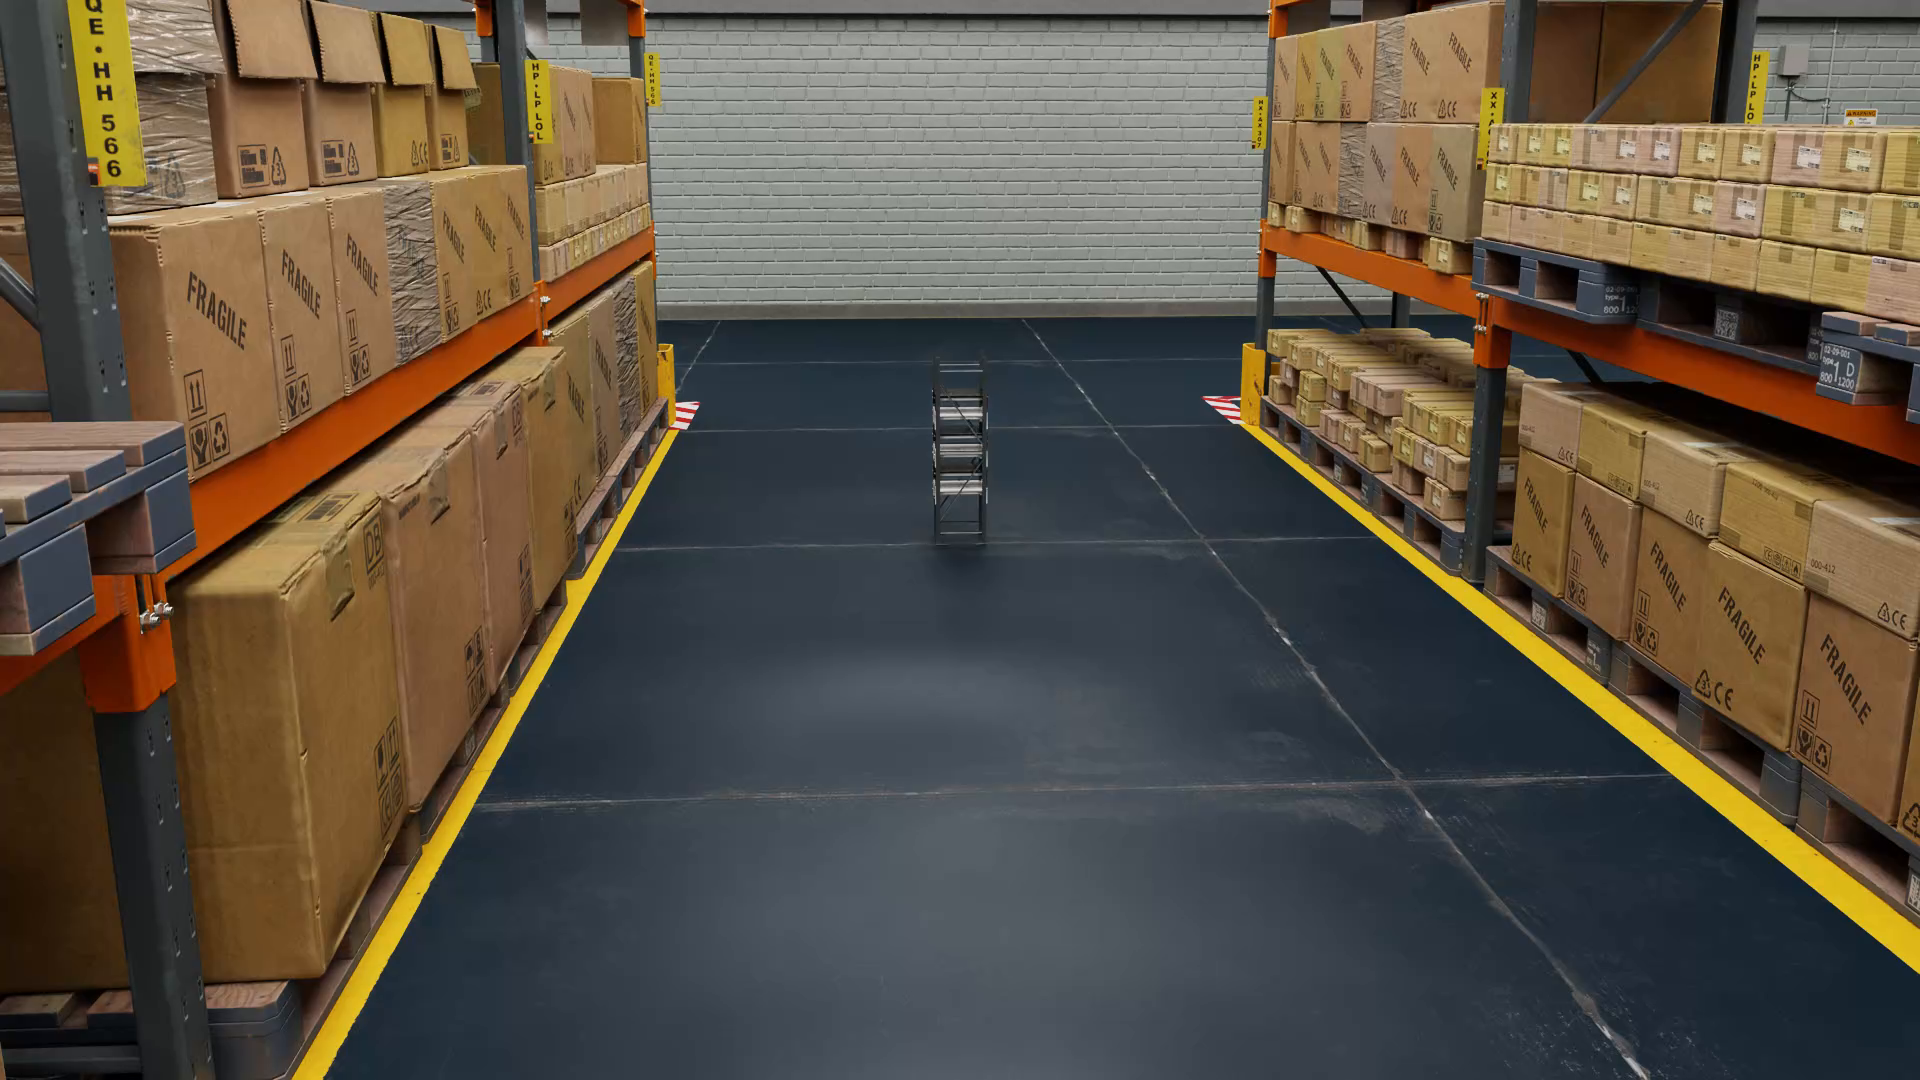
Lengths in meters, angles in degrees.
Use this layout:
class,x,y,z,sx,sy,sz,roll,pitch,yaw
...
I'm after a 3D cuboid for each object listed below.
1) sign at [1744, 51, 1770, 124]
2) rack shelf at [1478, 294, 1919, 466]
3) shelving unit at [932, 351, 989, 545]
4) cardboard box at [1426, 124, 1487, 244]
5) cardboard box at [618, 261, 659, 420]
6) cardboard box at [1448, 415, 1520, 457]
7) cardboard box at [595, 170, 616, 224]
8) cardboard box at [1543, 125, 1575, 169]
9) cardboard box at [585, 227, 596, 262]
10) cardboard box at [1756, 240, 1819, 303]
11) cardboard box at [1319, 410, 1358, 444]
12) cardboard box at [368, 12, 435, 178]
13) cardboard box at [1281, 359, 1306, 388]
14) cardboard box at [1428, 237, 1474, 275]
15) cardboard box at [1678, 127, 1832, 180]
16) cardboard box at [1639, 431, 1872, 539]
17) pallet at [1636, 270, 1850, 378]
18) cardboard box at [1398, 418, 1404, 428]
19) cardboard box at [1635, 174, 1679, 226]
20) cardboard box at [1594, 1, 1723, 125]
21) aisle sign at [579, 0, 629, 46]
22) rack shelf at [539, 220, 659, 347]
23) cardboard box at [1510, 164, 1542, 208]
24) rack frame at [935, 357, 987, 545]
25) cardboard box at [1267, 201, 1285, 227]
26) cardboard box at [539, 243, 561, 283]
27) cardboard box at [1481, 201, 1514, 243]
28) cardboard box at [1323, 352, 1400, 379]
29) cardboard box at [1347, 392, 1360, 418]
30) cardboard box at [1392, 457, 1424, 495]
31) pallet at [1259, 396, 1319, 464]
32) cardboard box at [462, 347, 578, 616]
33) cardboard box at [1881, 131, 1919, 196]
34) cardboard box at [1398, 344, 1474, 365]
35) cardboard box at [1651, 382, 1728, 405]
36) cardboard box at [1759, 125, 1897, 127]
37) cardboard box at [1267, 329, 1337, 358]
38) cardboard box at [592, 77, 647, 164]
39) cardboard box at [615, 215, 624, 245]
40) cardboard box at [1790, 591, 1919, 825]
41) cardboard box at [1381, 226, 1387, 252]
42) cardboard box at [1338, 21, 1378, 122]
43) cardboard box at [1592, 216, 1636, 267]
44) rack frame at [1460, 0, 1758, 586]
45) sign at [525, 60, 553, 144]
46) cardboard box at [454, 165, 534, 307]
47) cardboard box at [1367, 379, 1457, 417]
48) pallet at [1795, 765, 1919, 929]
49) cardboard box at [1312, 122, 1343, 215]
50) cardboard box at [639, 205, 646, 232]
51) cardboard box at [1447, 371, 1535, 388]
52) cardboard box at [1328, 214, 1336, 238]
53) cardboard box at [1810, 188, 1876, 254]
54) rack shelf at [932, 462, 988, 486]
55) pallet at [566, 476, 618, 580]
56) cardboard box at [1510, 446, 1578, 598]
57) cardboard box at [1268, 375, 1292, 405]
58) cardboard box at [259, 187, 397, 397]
class,x,y,z,sx,sy,sz,roll,pitch,yaw
sign,3.275,-1.848,6.864,0.100,0.325,0.005,-1,14,-3
rack shelf,2.845,-0.432,5.128,1.077,0.370,4.000,-1,14,-3
shelving unit,0.000,-0.438,7.922,0.258,0.900,0.210,-1,14,-3
cardboard box,2.409,-1.586,7.373,0.500,0.500,0.500,-1,14,-3
cardboard box,-2.364,-1.237,10.237,0.875,0.875,0.875,-1,14,-3
cardboard box,2.439,-0.473,7.529,0.380,0.149,0.250,0,14,-2
cardboard box,-2.089,-1.794,8.682,0.500,0.250,0.500,-1,14,-3
cardboard box,2.323,-1.409,5.951,0.380,0.149,0.250,-1,14,-3
cardboard box,-1.989,-1.443,8.119,0.380,0.149,0.250,-1,14,-4
cardboard box,2.420,-0.735,4.523,0.380,0.149,0.250,-2,15,-6
cardboard box,2.253,-0.644,9.387,0.380,0.149,0.250,-2,15,-6
cardboard box,-2.157,-1.431,5.353,0.797,0.503,0.637,-1,14,-3
cardboard box,2.210,-1.036,10.314,0.380,0.149,0.250,-1,14,-4
cardboard box,2.345,-1.286,7.507,0.380,0.149,0.250,-1,14,-5
cardboard box,2.388,-1.154,4.958,0.380,0.149,0.250,0,14,-2
cardboard box,2.566,-0.186,5.399,0.500,0.250,0.500,0,14,-1
pallet,2.806,-0.681,5.040,1.003,0.211,1.213,-1,14,-3
cardboard box,2.404,-0.515,8.290,0.380,0.149,0.250,-1,14,-3
cardboard box,2.373,-1.072,5.237,0.380,0.149,0.250,-1,14,-4
cardboard box,2.937,-2.070,7.248,0.500,0.500,0.500,-1,14,-2
aisle sign,-2.188,-3.502,10.402,0.394,0.787,0.004,-1,14,-3
rack shelf,-2.359,-1.375,8.795,1.077,0.370,4.000,-1,14,-3
cardboard box,2.305,-1.334,6.255,0.380,0.149,0.250,-1,14,-5
rack frame,0.006,-0.413,7.824,0.240,0.900,0.006,-1,14,-3
cardboard box,2.166,-2.065,10.537,0.380,0.149,0.250,-1,14,-4
cardboard box,-1.922,-1.183,7.109,0.380,0.149,0.250,-1,14,-3
cardboard box,2.287,-1.254,6.542,0.380,0.149,0.250,-2,15,-6
cardboard box,2.298,-0.987,9.526,0.380,0.149,0.250,0,14,-1
cardboard box,2.391,-0.780,9.318,0.380,0.149,0.250,0,14,-1
cardboard box,2.344,-0.323,8.141,0.380,0.149,0.250,-1,14,-5
pallet,2.493,-0.700,10.325,1.003,0.211,1.213,-1,14,-3
cardboard box,-2.176,-0.242,6.367,1.225,0.875,0.875,-1,14,-3
cardboard box,2.452,-0.895,3.952,0.380,0.149,0.250,0,14,-2
cardboard box,2.813,-1.064,9.827,0.380,0.149,0.250,-1,15,-6
cardboard box,3.020,-0.452,6.433,0.500,0.250,0.500,-1,14,-5
cardboard box,2.989,-1.354,5.737,0.380,0.149,0.250,-1,14,-4
cardboard box,2.167,-1.248,10.540,0.380,0.149,0.250,-2,15,-6
cardboard box,-2.191,-2.538,10.071,0.500,0.500,0.500,-1,14,-3
cardboard box,-2.051,-1.697,9.107,0.380,0.149,0.250,-1,14,-3
cardboard box,2.639,0.436,4.487,0.500,0.500,0.500,0,14,-1
cardboard box,2.388,-1.549,8.530,0.380,0.149,0.250,-1,14,-4
cardboard box,2.319,-2.451,8.730,0.500,0.500,0.500,-1,14,-5
cardboard box,2.352,-0.997,5.544,0.380,0.149,0.250,-2,15,-6
rack frame,2.721,-1.277,6.972,1.000,3.000,0.127,-1,14,-3
sign,-1.694,-1.759,6.679,0.100,0.325,0.005,-1,14,-3
cardboard box,-1.934,-1.162,6.324,0.500,0.500,0.500,-1,14,-3
cardboard box,2.314,-0.729,8.525,0.380,0.149,0.250,-2,15,-6
pallet,2.922,0.873,4.208,1.003,0.211,1.213,-1,14,-3
cardboard box,2.302,-2.094,9.348,0.500,0.500,0.500,-1,14,-3
cardboard box,-2.115,-1.951,10.094,0.380,0.149,0.250,-1,14,-3
cardboard box,2.812,-0.804,8.817,0.380,0.149,0.250,-1,15,-6
cardboard box,2.332,-1.804,9.524,0.380,0.149,0.250,-1,14,-4
cardboard box,2.432,-0.818,4.251,0.380,0.149,0.250,-1,14,-3
rack shelf,0.000,-0.318,7.953,0.258,0.077,0.200,-1,14,-3
pallet,-2.204,-0.066,7.859,1.003,0.211,1.213,-1,14,-3
cardboard box,2.502,-0.082,6.501,0.500,0.500,0.500,0,14,-1
cardboard box,2.186,-0.960,10.615,0.380,0.149,0.250,-1,14,-2
cardboard box,-1.816,-0.660,4.372,0.500,0.500,0.500,-1,14,-4
